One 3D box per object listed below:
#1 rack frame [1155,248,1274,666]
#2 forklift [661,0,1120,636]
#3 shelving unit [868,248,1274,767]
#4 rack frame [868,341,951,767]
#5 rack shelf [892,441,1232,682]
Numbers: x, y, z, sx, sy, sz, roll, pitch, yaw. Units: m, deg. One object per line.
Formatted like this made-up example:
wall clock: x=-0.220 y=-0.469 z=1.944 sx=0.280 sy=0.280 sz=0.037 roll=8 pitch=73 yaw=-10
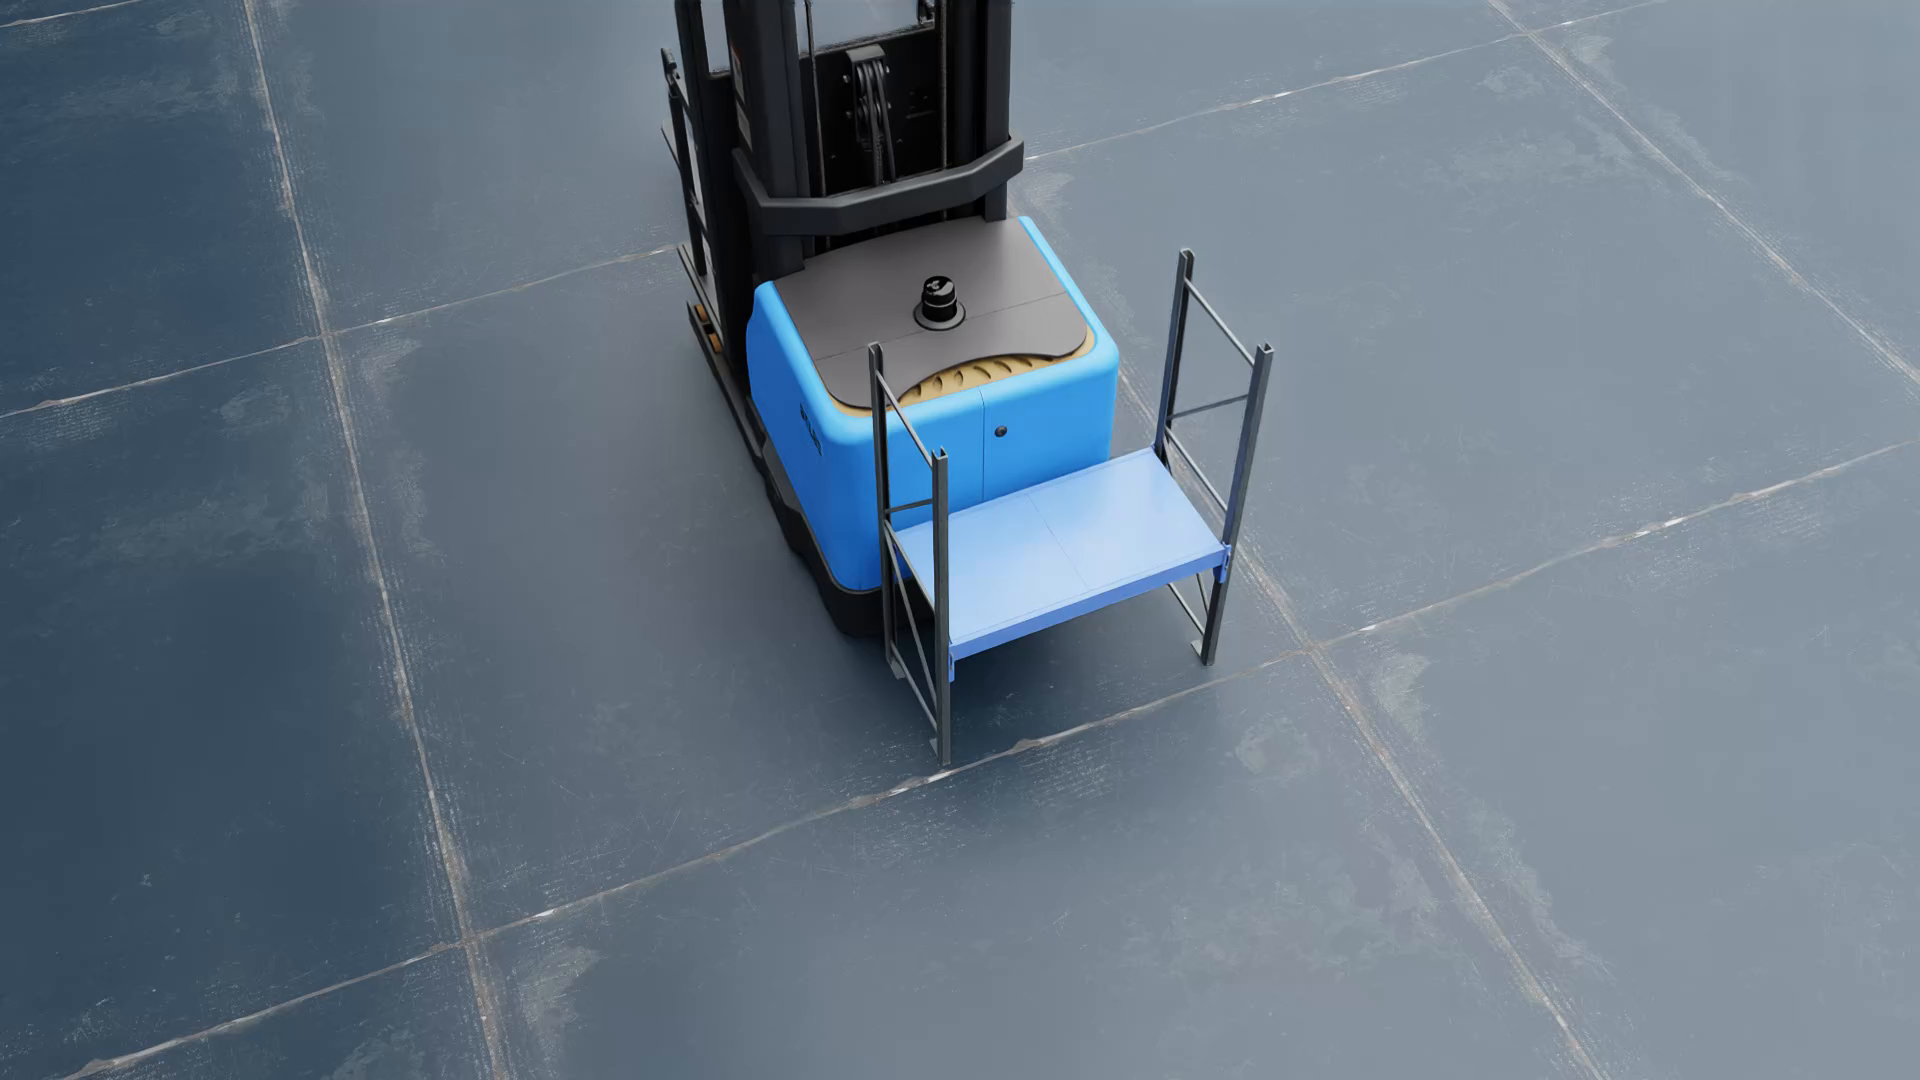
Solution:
rack frame: x=0.780 y=-0.220 z=5.450 sx=0.032 sy=1.500 sz=0.500 roll=-19 pitch=52 yaw=-15
forklift: x=-0.485 y=-1.758 z=5.828 sx=1.130 sy=2.935 sz=3.031 roll=-17 pitch=51 yaw=-14
shelving unit: x=0.316 y=-0.062 z=5.314 sx=1.048 sy=1.500 sz=0.538 roll=-19 pitch=52 yaw=-15
rack frame: x=-0.148 y=0.096 z=5.178 sx=0.032 sy=1.500 sz=0.500 roll=-19 pitch=52 yaw=-15
rack shelf: x=0.316 y=0.056 z=5.451 sx=1.000 sy=0.185 sz=0.538 roll=-19 pitch=52 yaw=-15
